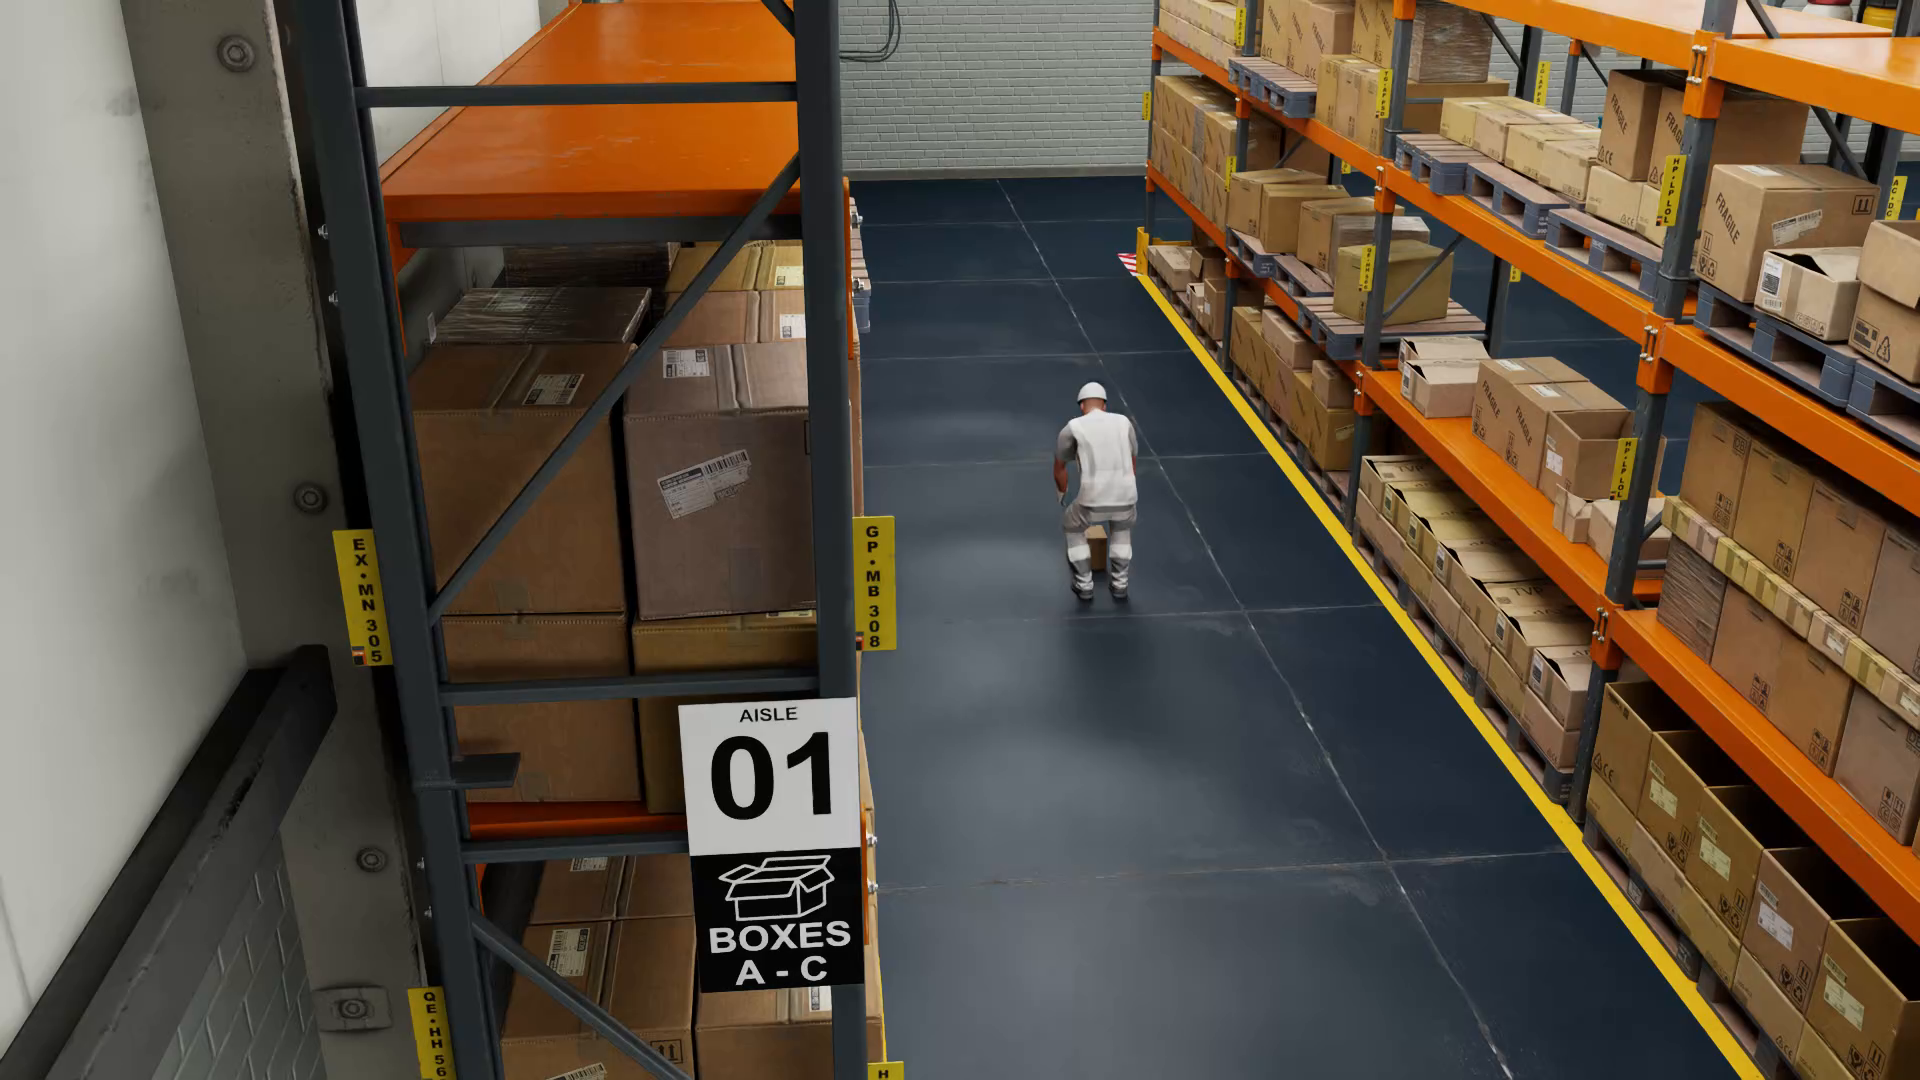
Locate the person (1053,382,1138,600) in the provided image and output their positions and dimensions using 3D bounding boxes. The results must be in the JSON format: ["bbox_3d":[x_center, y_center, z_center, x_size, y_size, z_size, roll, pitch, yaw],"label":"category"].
[{"bbox_3d":[0.938,-0.323,11.480,0.583,1.442,0.750,-2,24,-5],"label":"person"}]
